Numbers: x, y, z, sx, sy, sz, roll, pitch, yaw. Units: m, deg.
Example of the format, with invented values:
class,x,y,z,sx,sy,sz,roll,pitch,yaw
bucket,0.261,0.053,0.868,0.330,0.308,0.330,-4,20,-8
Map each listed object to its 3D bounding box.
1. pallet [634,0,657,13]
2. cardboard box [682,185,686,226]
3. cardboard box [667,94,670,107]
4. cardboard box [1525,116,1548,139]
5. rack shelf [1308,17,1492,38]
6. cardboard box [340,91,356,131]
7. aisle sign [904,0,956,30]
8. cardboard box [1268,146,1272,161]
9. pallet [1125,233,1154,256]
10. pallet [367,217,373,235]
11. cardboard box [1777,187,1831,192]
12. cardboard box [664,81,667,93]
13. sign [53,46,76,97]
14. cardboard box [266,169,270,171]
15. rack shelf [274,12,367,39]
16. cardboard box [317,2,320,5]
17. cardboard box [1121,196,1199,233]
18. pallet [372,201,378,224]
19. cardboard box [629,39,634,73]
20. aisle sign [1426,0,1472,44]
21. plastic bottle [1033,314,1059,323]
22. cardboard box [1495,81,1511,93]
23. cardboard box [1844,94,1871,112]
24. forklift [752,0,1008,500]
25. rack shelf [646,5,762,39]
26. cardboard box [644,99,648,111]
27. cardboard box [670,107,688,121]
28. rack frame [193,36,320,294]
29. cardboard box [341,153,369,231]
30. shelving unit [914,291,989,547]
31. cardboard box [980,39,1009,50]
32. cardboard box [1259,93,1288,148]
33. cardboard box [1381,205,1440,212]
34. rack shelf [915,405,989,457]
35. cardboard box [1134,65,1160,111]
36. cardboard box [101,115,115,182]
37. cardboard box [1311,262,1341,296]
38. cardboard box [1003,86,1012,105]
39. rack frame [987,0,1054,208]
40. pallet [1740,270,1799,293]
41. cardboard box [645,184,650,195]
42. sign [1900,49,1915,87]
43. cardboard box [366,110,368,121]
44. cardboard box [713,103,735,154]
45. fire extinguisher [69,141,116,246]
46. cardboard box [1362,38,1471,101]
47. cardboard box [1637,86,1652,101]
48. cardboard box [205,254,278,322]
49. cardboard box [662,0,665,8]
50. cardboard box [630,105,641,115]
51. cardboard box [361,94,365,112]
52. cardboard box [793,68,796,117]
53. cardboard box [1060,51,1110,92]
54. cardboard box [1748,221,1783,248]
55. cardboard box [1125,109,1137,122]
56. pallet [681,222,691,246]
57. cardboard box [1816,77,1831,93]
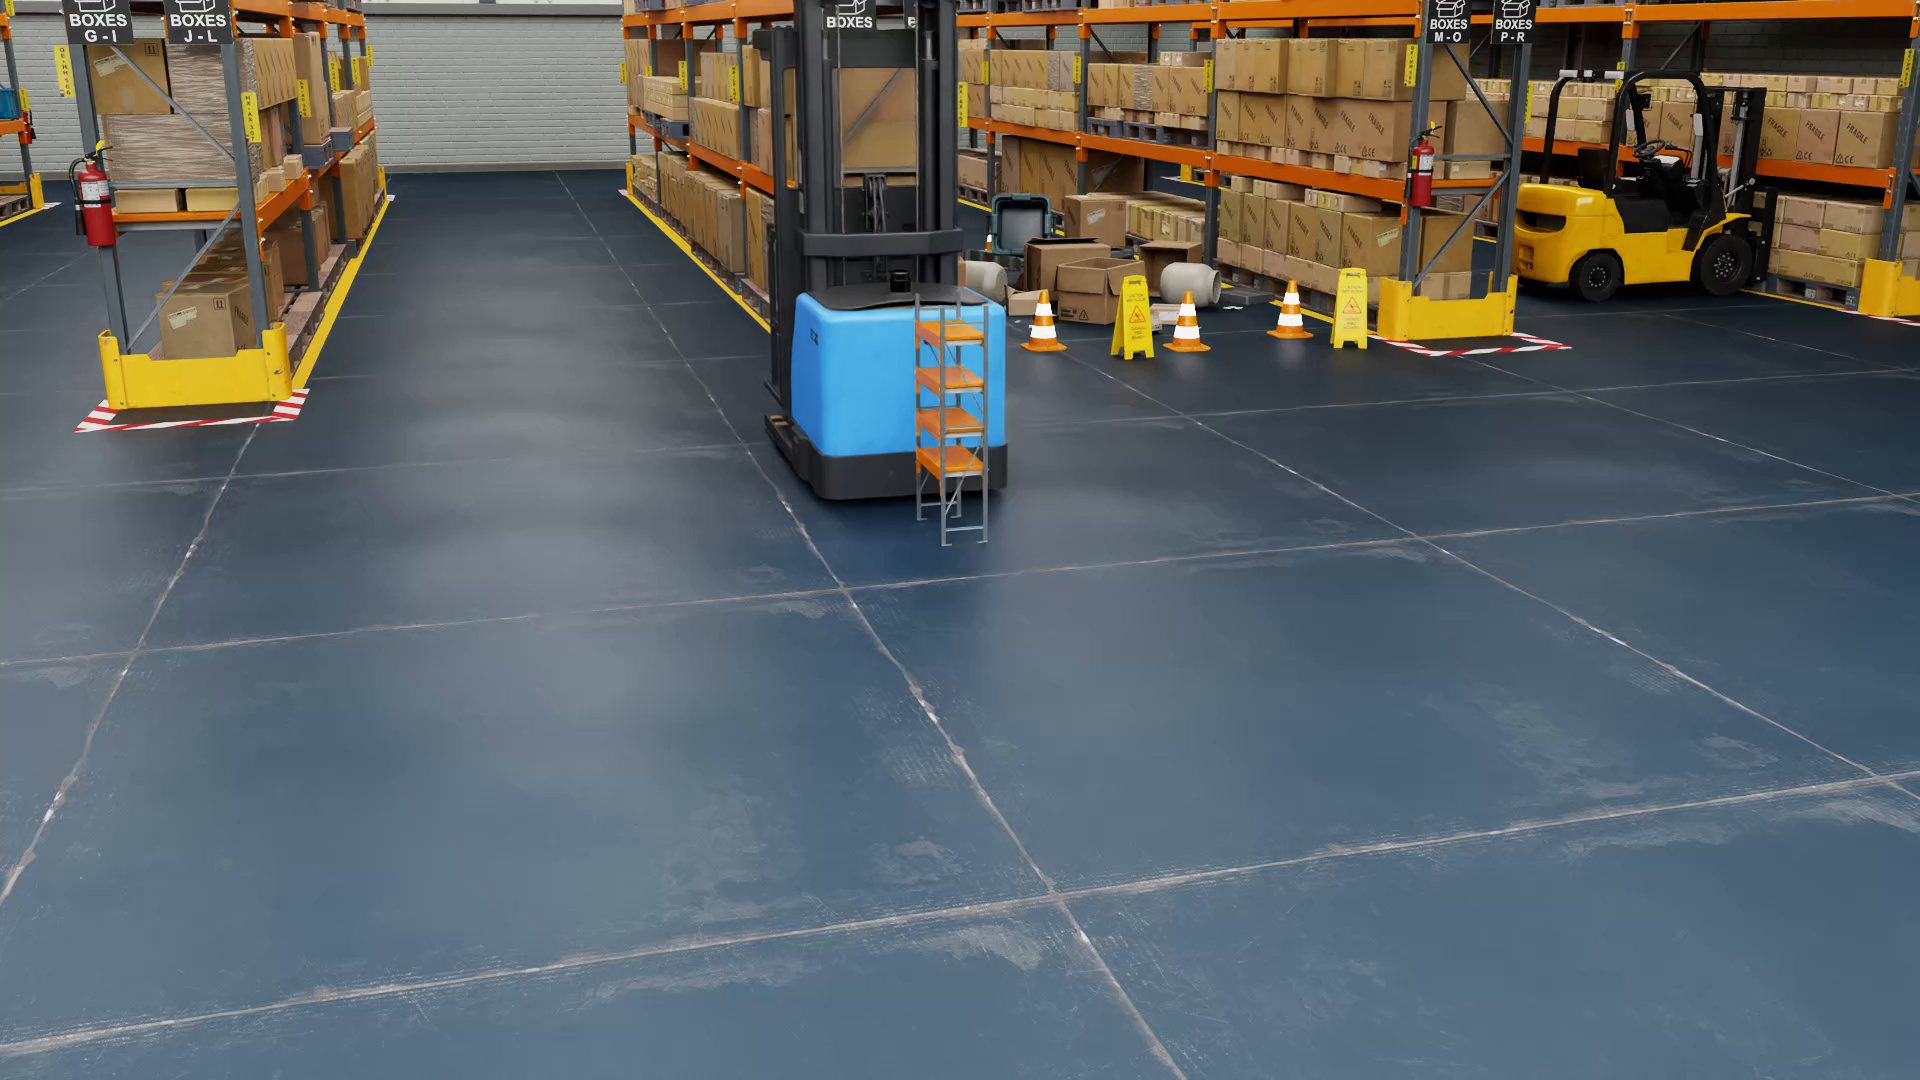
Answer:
class,x,y,z,sx,sy,sz,roll,pitch,yaw
pallet,-3.759,-7.255,22.502,1.213,0.211,1.003,-5,17,-15
cardboard box,-3.159,-4.146,20.656,0.500,0.500,0.500,-5,17,-16
cardboard box,-3.375,-5.378,20.333,0.380,0.149,0.250,-4,17,-13
cardboard box,7.235,-5.012,20.185,0.500,0.250,0.500,-5,17,-15
rack shelf,6.227,-7.439,24.039,1.077,0.370,4.000,-5,17,-15
cardboard box,-8.102,-5.526,21.460,0.500,0.500,0.500,-4,17,-14
aisle sign,-0.220,-4.017,12.092,0.394,0.787,0.004,-5,17,-15
cardboard box,3.242,-3.781,16.264,0.380,0.149,0.250,-5,17,-16
pallet,2.550,-3.511,19.775,1.003,0.211,1.213,-5,17,-15
pallet,-8.338,-4.180,22.001,1.003,0.211,1.213,-5,17,-15
cardboard box,8.623,-3.511,17.238,0.500,0.250,0.500,-5,17,-16
cardboard box,-3.441,-5.588,20.513,0.380,0.149,0.250,-4,17,-14
sign,-5.864,-3.071,10.900,0.100,0.325,0.005,-5,17,-15
cardboard box,-5.689,-2.862,13.203,0.380,0.149,0.250,-5,17,-15
rack shelf,-9.172,-7.368,23.804,1.077,0.370,4.000,-5,17,-15
cardboard box,-7.157,-5.869,17.824,0.500,0.250,0.500,-5,17,-15
cardboard box,2.361,-3.982,20.332,0.950,0.372,0.625,-5,17,-16
pallet,-8.756,-4.604,23.412,1.003,0.211,1.213,-5,17,-15
cardboard box,-4.791,-7.433,25.554,0.500,0.500,0.500,-5,17,-16
aisle sign,3.942,-4.392,13.341,0.394,0.787,0.004,-5,17,-15
plastic bottle,0.758,-2.015,15.054,0.133,0.061,0.283,-12,20,-34
cardboard box,6.946,-5.684,20.860,0.380,0.149,0.250,-4,17,-14
cardboard box,8.512,-4.081,15.523,0.380,0.149,0.250,-4,17,-14
forklift,-0.613,-2.001,10.018,1.130,2.935,3.031,-4,17,-14
rack shelf,-3.276,-6.626,21.333,1.077,0.370,4.000,-5,17,-15
cardboard box,-4.160,-6.023,22.994,0.380,0.149,0.250,-6,18,-18
cardboard box,-3.304,-5.162,20.128,0.380,0.149,0.250,-4,17,-14
rack frame,-6.424,-3.510,14.923,1.000,3.000,0.127,-5,17,-15
cardboard box,-7.931,-4.240,20.316,1.225,0.875,0.875,-5,17,-15
shelving unit,-0.045,-0.620,8.432,0.258,1.200,0.503,-5,17,-15
cardboard box,0.515,-7.404,24.847,0.380,0.149,0.250,-5,17,-16
cardboard box,3.243,-4.063,16.074,0.500,0.500,0.500,-5,17,-16
cardboard box,4.093,-2.826,15.393,0.500,0.500,0.500,-5,18,-17
rack shelf,-0.045,-0.556,8.451,0.258,0.148,0.480,-5,17,-15
cardboard box,2.338,-5.220,19.194,0.500,0.500,0.500,-5,18,-17
cardboard box,-5.702,-2.877,12.125,0.875,0.500,0.500,-5,17,-15
cardboard box,3.588,-2.418,15.336,0.500,0.250,0.500,-5,17,-15
cardboard box,0.926,-6.388,23.896,0.500,0.250,0.500,-4,17,-14
rack frame,0.906,-6.506,24.898,1.000,3.000,0.127,-5,17,-15
pallet,8.393,-2.790,17.374,1.003,0.211,1.213,-5,17,-15
cardboard box,-4.546,-5.291,25.077,0.380,0.149,0.250,-5,17,-15
sign,8.450,-4.210,14.827,0.100,0.325,0.005,-5,17,-15
cardboard box,-8.888,-6.214,24.361,0.380,0.149,0.250,-4,17,-14
cardboard box,-2.306,-4.325,17.462,0.500,0.500,0.500,-5,17,-15
fire extinguisher,-5.737,-2.299,11.024,0.296,0.674,0.183,-5,17,-15
cardboard box,3.853,-3.980,14.060,0.700,0.500,0.500,-5,17,-17
cardboard box,7.711,-4.937,18.371,0.380,0.149,0.250,-5,17,-16
cardboard box,-5.942,-2.077,13.767,0.500,0.500,0.500,-6,18,-20
cardboard box,-4.221,-7.566,23.474,0.500,0.250,0.500,-4,17,-14
cardboard box,-5.019,-6.812,26.352,0.380,0.149,0.250,-5,17,-17
cardboard box,-8.780,-6.225,23.705,0.500,0.250,0.500,-4,17,-14
cardboard box,-0.833,-3.607,13.110,0.875,0.550,0.550,-5,17,-15
cardboard box,1.611,-6.049,21.464,0.500,0.500,0.500,-5,17,-17
cardboard box,8.251,-3.095,16.722,0.500,0.250,0.500,-5,17,-17
cardboard box,2.189,-5.078,19.849,0.380,0.149,0.250,-4,17,-12
pallet,-2.940,-3.861,20.940,1.003,0.211,1.213,-5,17,-15
cardboard box,8.482,-4.375,15.984,0.380,0.149,0.250,-5,17,-15
